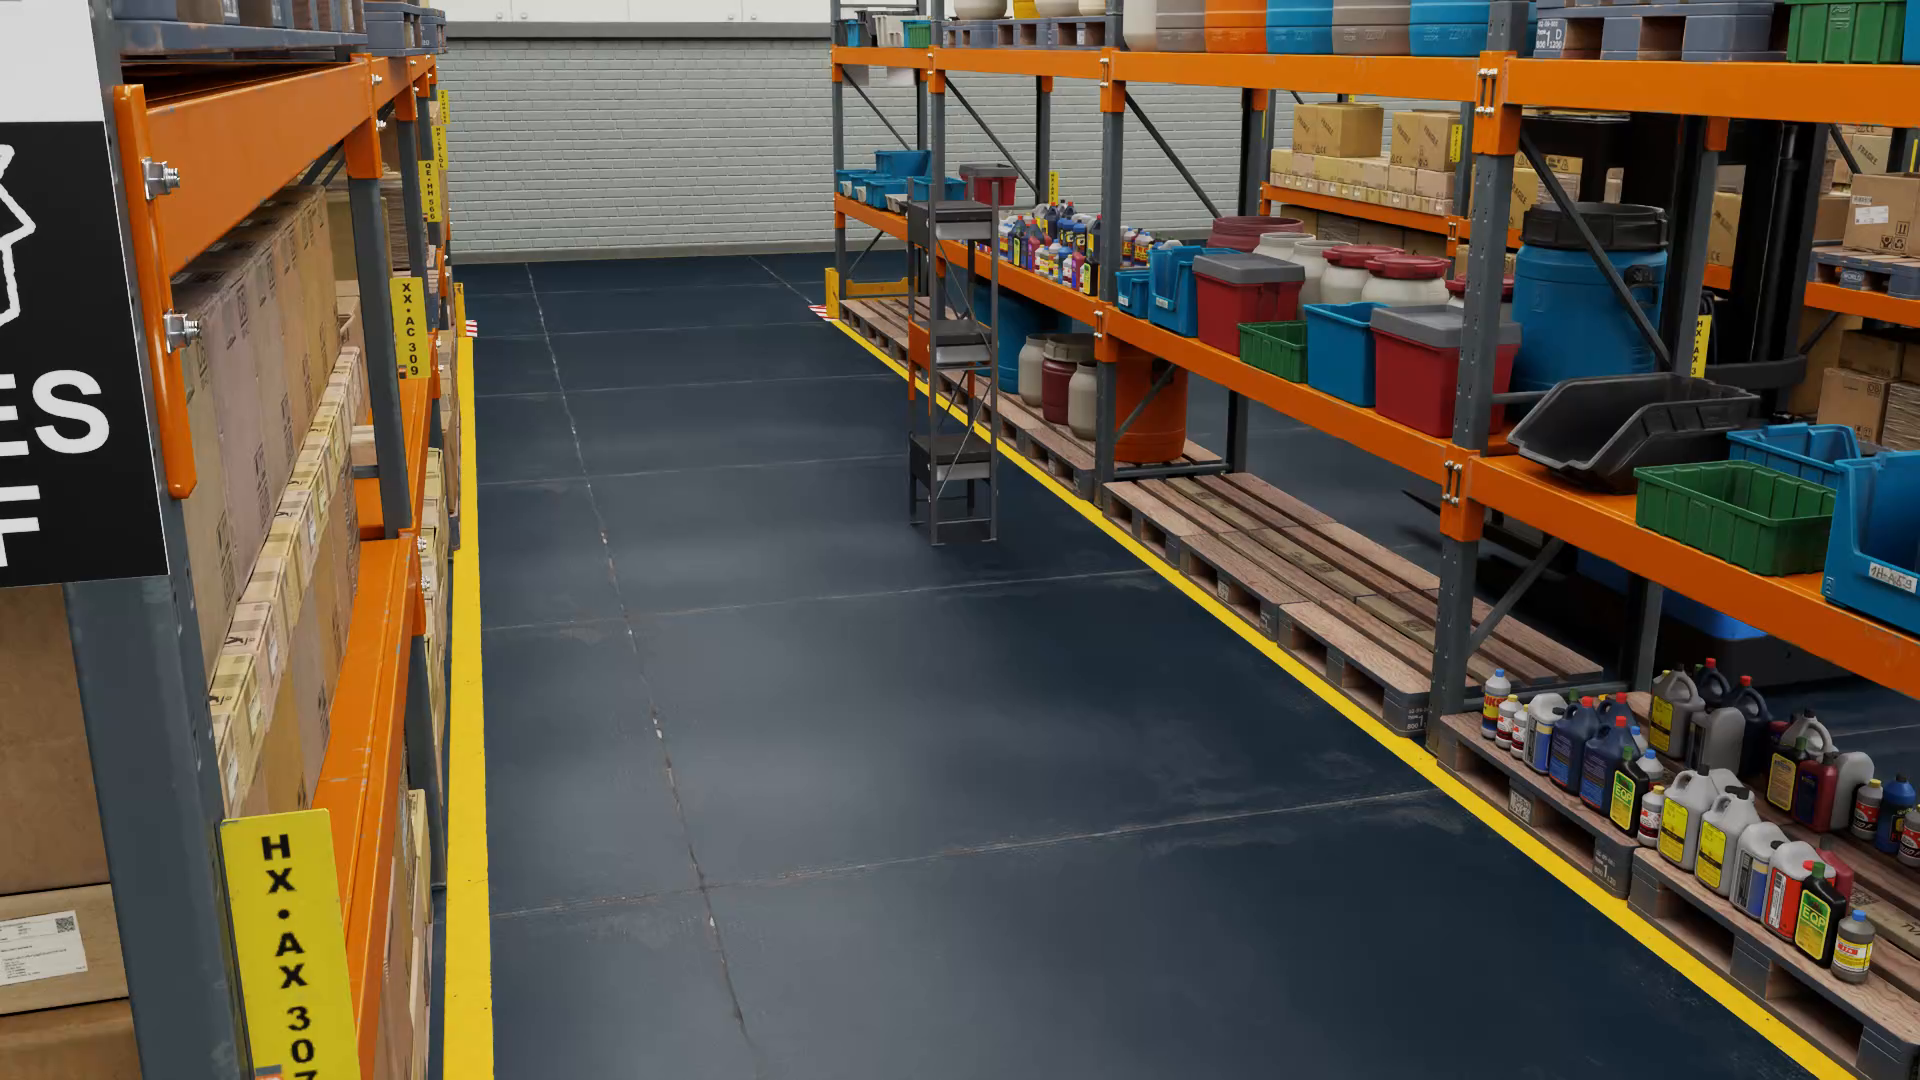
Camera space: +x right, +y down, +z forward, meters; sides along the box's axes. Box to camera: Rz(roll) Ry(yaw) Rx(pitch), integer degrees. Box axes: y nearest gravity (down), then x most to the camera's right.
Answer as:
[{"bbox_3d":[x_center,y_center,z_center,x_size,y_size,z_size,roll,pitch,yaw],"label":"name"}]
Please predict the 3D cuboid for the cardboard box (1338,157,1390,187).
[{"bbox_3d":[4.225,-3.778,17.058,0.500,0.250,0.500,-5,17,-16],"label":"cardboard box"}]

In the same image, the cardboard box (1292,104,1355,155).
[{"bbox_3d":[3.930,-4.425,17.909,0.500,0.500,0.500,-5,17,-17],"label":"cardboard box"}]

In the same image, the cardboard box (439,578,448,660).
[{"bbox_3d":[-2.603,0.373,7.545,0.500,0.250,0.500,-4,17,-14],"label":"cardboard box"}]

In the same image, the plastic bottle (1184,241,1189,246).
[{"bbox_3d":[1.502,-1.867,11.156,0.061,0.283,0.133,-5,17,-15],"label":"plastic bottle"}]

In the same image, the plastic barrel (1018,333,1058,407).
[{"bbox_3d":[0.655,-1.288,12.621,0.421,0.512,0.421,0,17,0],"label":"plastic barrel"}]

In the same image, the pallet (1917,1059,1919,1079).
[{"bbox_3d":[3.271,1.623,4.183,1.003,0.211,1.213,-5,17,-15],"label":"pallet"}]

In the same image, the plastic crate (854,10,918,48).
[{"bbox_3d":[-0.686,-4.859,15.806,0.504,0.338,0.767,-5,17,-15],"label":"plastic crate"}]

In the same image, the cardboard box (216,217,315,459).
[{"bbox_3d":[-1.902,-0.455,3.823,0.700,0.500,0.500,-5,17,-15],"label":"cardboard box"}]

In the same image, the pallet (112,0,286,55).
[{"bbox_3d":[-1.378,-0.672,1.913,1.003,0.211,1.213,-5,17,-15],"label":"pallet"}]

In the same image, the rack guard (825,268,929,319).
[{"bbox_3d":[-0.861,-2.704,18.086,1.175,0.500,0.348,-5,17,-15],"label":"rack guard"}]

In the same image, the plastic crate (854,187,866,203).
[{"bbox_3d":[-0.895,-3.421,16.481,0.250,0.136,0.298,-5,17,-15],"label":"plastic crate"}]

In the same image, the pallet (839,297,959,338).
[{"bbox_3d":[-0.652,-2.329,17.340,1.003,0.211,1.213,-5,17,-15],"label":"pallet"}]

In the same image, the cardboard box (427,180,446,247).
[{"bbox_3d":[-4.384,-2.609,13.251,0.500,0.500,0.500,-4,17,-14],"label":"cardboard box"}]

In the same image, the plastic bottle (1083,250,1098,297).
[{"bbox_3d":[0.836,-1.705,10.618,0.061,0.283,0.133,-5,17,-15],"label":"plastic bottle"}]

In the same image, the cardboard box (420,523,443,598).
[{"bbox_3d":[-2.605,0.102,7.473,0.500,0.311,0.500,-4,17,-14],"label":"cardboard box"}]

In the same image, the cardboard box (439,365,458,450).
[{"bbox_3d":[-3.688,-0.882,11.255,0.500,0.500,0.500,-5,18,-17],"label":"cardboard box"}]

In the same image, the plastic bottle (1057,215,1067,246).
[{"bbox_3d":[0.801,-2.389,12.914,0.097,0.271,0.097,0,17,0],"label":"plastic bottle"}]

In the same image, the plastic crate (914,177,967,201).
[{"bbox_3d":[-0.199,-2.913,14.358,0.392,0.384,0.575,-5,17,-15],"label":"plastic crate"}]

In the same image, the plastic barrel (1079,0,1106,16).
[{"bbox_3d":[0.921,-3.540,10.818,0.301,0.262,0.301,0,17,0],"label":"plastic barrel"}]

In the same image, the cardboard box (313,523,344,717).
[{"bbox_3d":[-1.894,0.173,3.989,0.700,0.500,0.500,-4,17,-14],"label":"cardboard box"}]

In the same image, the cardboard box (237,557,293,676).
[{"bbox_3d":[-1.394,0.151,2.935,0.380,0.149,0.250,-5,18,-17],"label":"cardboard box"}]

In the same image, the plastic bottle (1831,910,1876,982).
[{"bbox_3d":[2.629,1.186,4.889,0.097,0.201,0.097,0,17,0],"label":"plastic bottle"}]

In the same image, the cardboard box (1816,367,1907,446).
[{"bbox_3d":[6.323,-0.904,11.329,0.700,0.500,0.500,-6,18,-18],"label":"cardboard box"}]

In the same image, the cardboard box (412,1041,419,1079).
[{"bbox_3d":[-1.552,1.455,3.943,0.500,0.250,0.500,-5,17,-15],"label":"cardboard box"}]

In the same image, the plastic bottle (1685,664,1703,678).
[{"bbox_3d":[2.906,0.621,6.629,0.061,0.283,0.133,-4,17,-12],"label":"plastic bottle"}]

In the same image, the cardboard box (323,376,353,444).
[{"bbox_3d":[-1.886,-0.346,4.587,0.380,0.149,0.250,-5,17,-17],"label":"cardboard box"}]

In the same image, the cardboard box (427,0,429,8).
[{"bbox_3d":[-5.081,-4.849,15.060,0.500,0.250,0.500,-5,17,-15],"label":"cardboard box"}]

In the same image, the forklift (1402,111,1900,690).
[{"bbox_3d":[3.454,-1.113,8.561,1.130,2.935,3.031,-5,17,-15],"label":"forklift"}]

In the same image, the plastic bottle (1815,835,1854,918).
[{"bbox_3d":[2.689,1.066,5.146,0.061,0.283,0.133,-5,17,-15],"label":"plastic bottle"}]

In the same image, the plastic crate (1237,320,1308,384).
[{"bbox_3d":[1.706,-0.935,8.218,0.450,0.188,0.662,-5,17,-15],"label":"plastic crate"}]

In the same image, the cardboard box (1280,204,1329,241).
[{"bbox_3d":[4.174,-3.300,18.689,0.875,0.875,0.875,-5,17,-15],"label":"cardboard box"}]

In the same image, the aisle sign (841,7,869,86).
[{"bbox_3d":[-1.147,-5.137,17.322,0.394,0.787,0.004,-5,17,-15],"label":"aisle sign"}]

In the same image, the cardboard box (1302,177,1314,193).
[{"bbox_3d":[3.916,-3.829,17.923,0.380,0.149,0.250,-5,17,-16],"label":"cardboard box"}]

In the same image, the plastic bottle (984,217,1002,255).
[{"bbox_3d":[0.273,-2.316,12.663,0.152,0.276,0.135,-5,17,-15],"label":"plastic bottle"}]

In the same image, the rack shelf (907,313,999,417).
[{"bbox_3d":[-0.045,-1.038,9.806,0.431,0.518,0.480,-5,17,-15],"label":"rack shelf"}]

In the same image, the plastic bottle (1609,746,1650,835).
[{"bbox_3d":[2.336,0.871,5.796,0.061,0.283,0.133,-4,17,-13],"label":"plastic bottle"}]

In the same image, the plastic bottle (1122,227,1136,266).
[{"bbox_3d":[1.226,-2.120,12.021,0.097,0.271,0.097,0,17,0],"label":"plastic bottle"}]

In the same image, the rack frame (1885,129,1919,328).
[{"bbox_3d":[9.817,-3.545,16.541,1.000,3.000,0.127,-5,17,-15],"label":"rack frame"}]

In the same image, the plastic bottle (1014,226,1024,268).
[{"bbox_3d":[0.434,-2.110,11.964,0.061,0.283,0.133,-5,17,-15],"label":"plastic bottle"}]

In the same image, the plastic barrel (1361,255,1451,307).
[{"bbox_3d":[2.203,-1.127,8.253,0.433,0.535,0.433,0,17,0],"label":"plastic barrel"}]

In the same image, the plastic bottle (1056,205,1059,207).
[{"bbox_3d":[0.784,-2.590,13.563,0.061,0.283,0.133,-5,17,-15],"label":"plastic bottle"}]

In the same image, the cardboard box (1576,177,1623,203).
[{"bbox_3d":[5.329,-2.662,13.426,0.500,0.500,0.500,-4,17,-14],"label":"cardboard box"}]

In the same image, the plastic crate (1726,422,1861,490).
[{"bbox_3d":[3.021,-0.221,5.732,0.499,0.251,0.616,-5,17,-15],"label":"plastic crate"}]

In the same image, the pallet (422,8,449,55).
[{"bbox_3d":[-3.134,-2.458,8.035,1.213,0.211,1.003,-4,17,-13],"label":"pallet"}]

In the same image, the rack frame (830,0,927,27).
[{"bbox_3d":[-0.842,-6.769,16.845,1.000,3.000,0.127,-5,17,-15],"label":"rack frame"}]

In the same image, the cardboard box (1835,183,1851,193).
[{"bbox_3d":[9.322,-3.627,17.249,0.380,0.149,0.250,-4,17,-13],"label":"cardboard box"}]

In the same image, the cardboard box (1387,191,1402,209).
[{"bbox_3d":[4.409,-3.333,16.269,0.380,0.149,0.250,-4,17,-14],"label":"cardboard box"}]

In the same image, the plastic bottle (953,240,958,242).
[{"bbox_3d":[-0.015,-2.562,13.469,0.061,0.283,0.133,-5,17,-15],"label":"plastic bottle"}]

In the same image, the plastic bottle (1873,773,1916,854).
[{"bbox_3d":[3.180,0.921,5.650,0.097,0.271,0.097,0,17,0],"label":"plastic bottle"}]

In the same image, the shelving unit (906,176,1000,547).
[{"bbox_3d":[-0.045,-1.051,9.802,0.431,2.100,0.503,-5,17,-15],"label":"shelving unit"}]

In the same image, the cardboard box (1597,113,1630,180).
[{"bbox_3d":[5.567,-3.172,13.380,0.797,0.503,0.637,-4,17,-13],"label":"cardboard box"}]

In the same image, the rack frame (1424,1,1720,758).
[{"bbox_3d":[2.456,-0.577,6.658,1.000,3.000,0.127,-5,17,-15],"label":"rack frame"}]

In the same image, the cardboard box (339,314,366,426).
[{"bbox_3d":[-2.648,-0.593,6.540,0.500,0.500,0.500,-3,17,-11],"label":"cardboard box"}]

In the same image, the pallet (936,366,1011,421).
[{"bbox_3d":[0.430,-1.237,13.704,1.003,0.211,1.213,-5,17,-15],"label":"pallet"}]

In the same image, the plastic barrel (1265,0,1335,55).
[{"bbox_3d":[1.748,-2.739,7.770,0.600,0.901,0.708,-5,17,-15],"label":"plastic barrel"}]

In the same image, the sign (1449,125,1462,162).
[{"bbox_3d":[4.487,-3.589,15.045,0.100,0.325,0.005,-5,17,-15],"label":"sign"}]

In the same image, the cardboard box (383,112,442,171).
[{"bbox_3d":[-4.507,-3.221,13.549,0.500,0.500,0.500,-5,18,-17],"label":"cardboard box"}]

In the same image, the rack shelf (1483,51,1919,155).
[{"bbox_3d":[3.006,-1.116,4.488,1.077,0.370,4.000,-5,17,-15],"label":"rack shelf"}]

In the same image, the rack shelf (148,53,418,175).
[{"bbox_3d":[-2.857,-1.831,6.871,1.077,0.370,4.000,-5,17,-15],"label":"rack shelf"}]

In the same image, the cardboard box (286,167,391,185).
[{"bbox_3d":[-4.341,-2.314,11.538,0.700,0.500,0.500,-2,17,-6],"label":"cardboard box"}]
